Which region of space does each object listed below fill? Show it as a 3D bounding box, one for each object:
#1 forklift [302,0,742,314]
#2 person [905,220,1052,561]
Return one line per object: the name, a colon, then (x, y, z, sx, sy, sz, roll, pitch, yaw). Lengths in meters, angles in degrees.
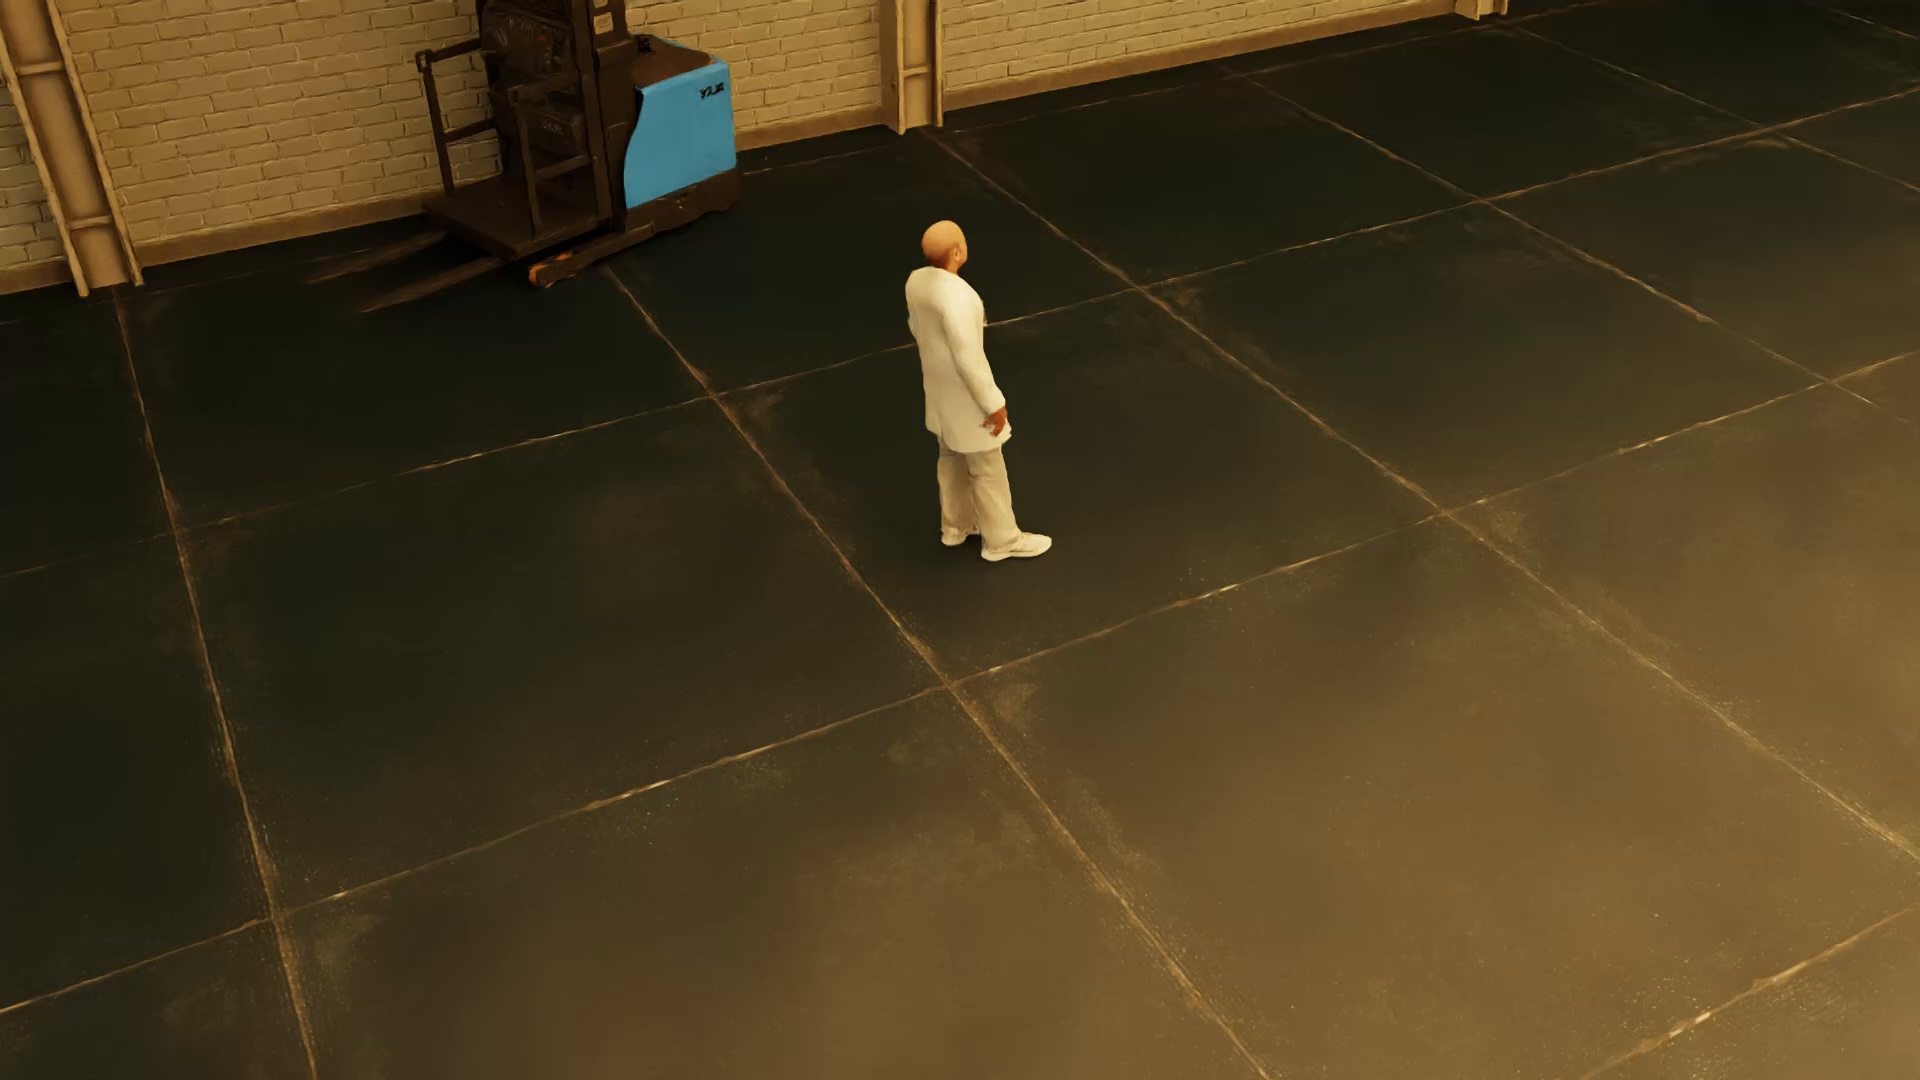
forklift: (-2.944, -3.192, 10.639, 1.130, 2.935, 3.031, 27, 44, 33)
person: (0.082, -0.754, 8.177, 0.579, 1.776, 0.694, -17, 39, -23)
